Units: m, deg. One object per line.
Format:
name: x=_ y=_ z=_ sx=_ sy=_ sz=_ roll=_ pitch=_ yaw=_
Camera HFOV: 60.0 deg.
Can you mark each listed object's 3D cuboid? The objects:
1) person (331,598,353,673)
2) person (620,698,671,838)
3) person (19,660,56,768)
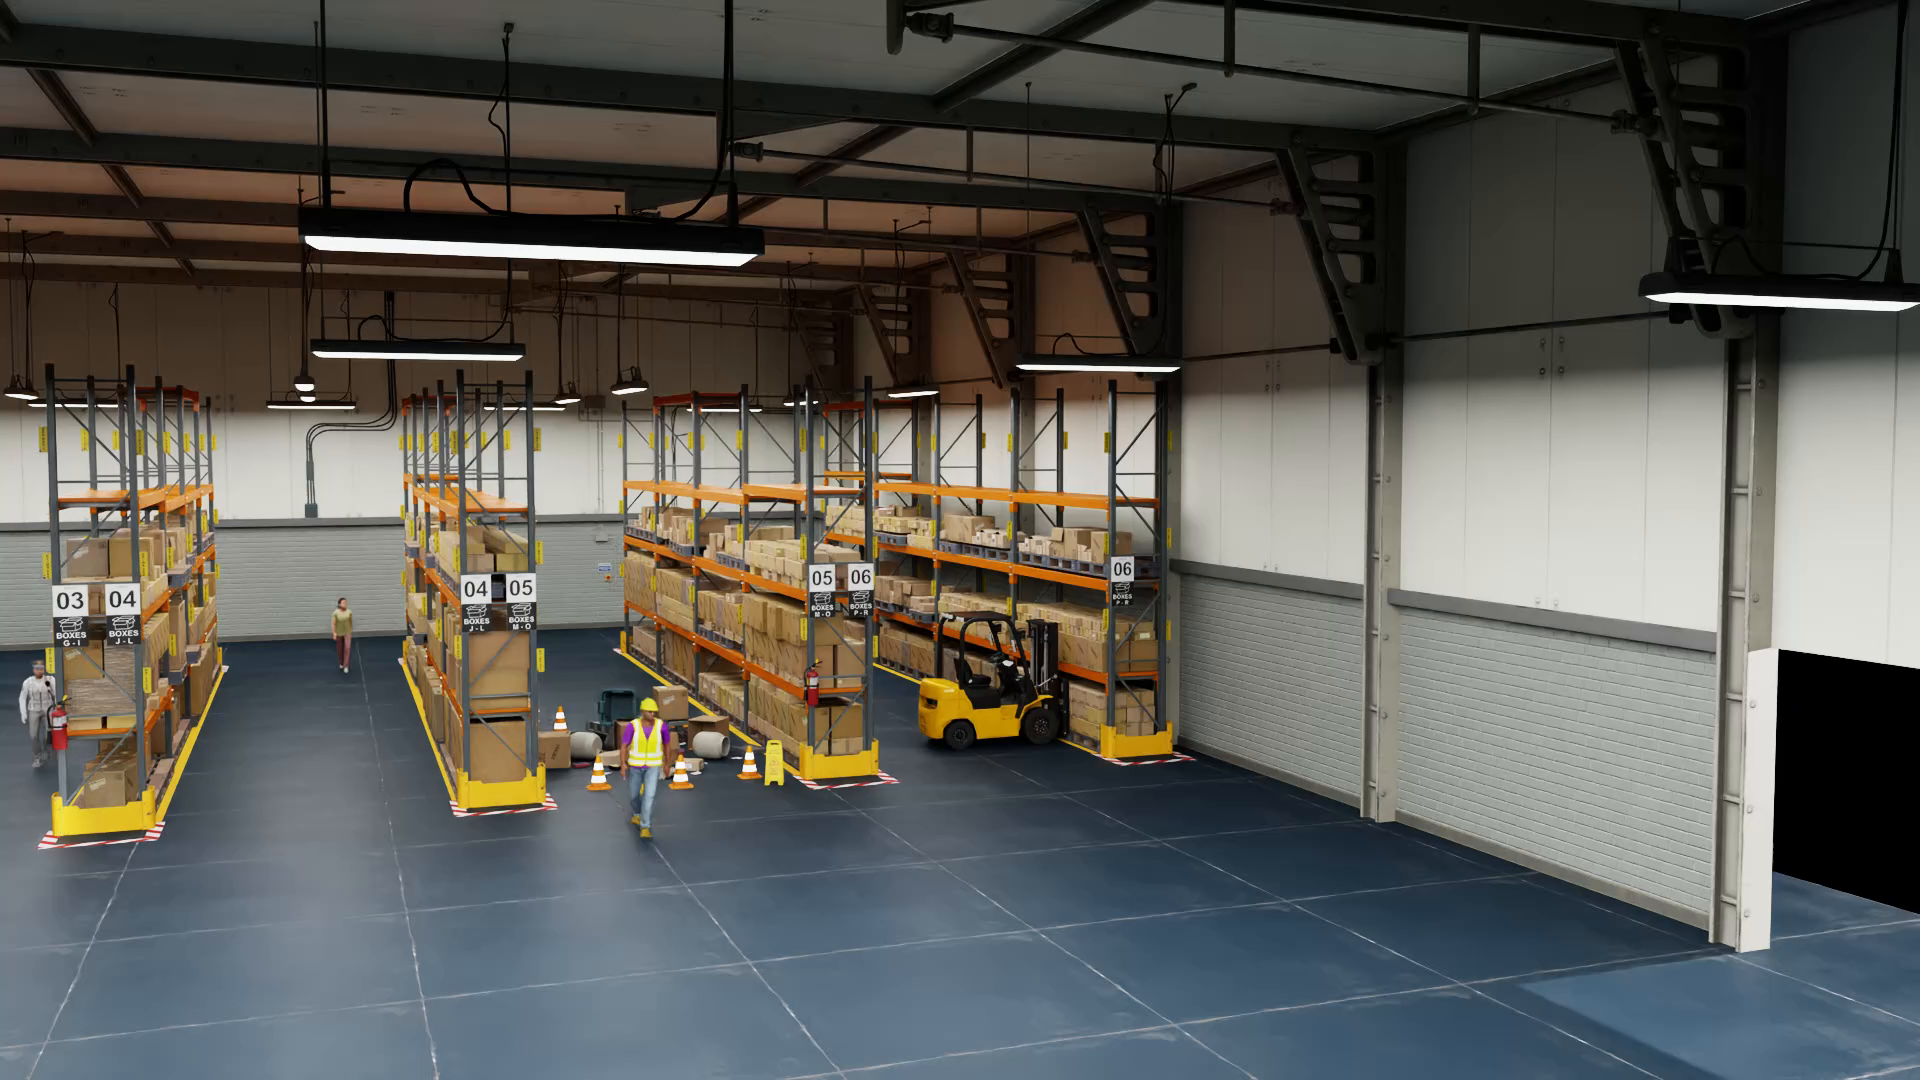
person: x=-13.462 y=2.057 z=36.217 sx=0.433 sy=1.603 sz=1.060 roll=-1 pitch=4 yaw=-18
person: x=-4.030 y=2.895 z=21.313 sx=0.652 sy=1.733 sz=0.952 roll=-1 pitch=3 yaw=-15
person: x=-14.305 y=2.673 z=25.886 sx=0.583 sy=1.660 sz=0.529 roll=-2 pitch=4 yaw=-25
